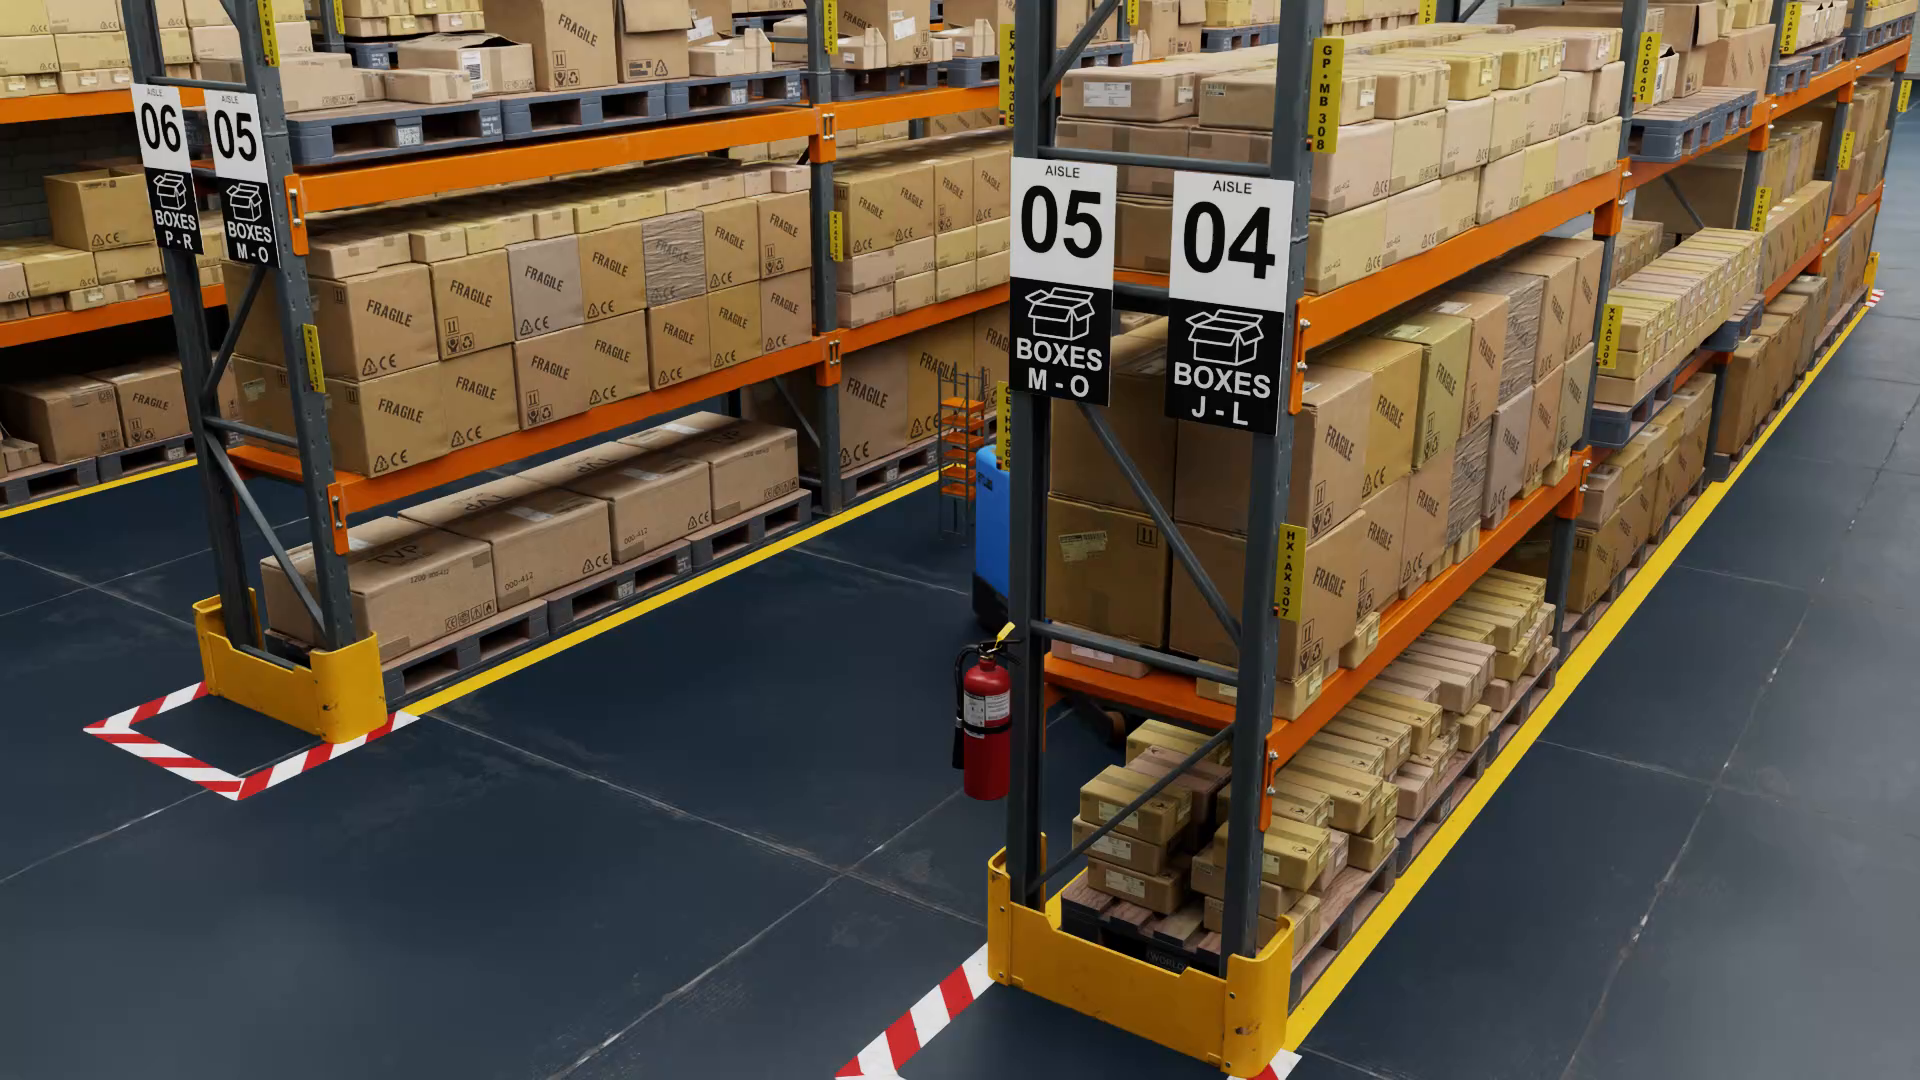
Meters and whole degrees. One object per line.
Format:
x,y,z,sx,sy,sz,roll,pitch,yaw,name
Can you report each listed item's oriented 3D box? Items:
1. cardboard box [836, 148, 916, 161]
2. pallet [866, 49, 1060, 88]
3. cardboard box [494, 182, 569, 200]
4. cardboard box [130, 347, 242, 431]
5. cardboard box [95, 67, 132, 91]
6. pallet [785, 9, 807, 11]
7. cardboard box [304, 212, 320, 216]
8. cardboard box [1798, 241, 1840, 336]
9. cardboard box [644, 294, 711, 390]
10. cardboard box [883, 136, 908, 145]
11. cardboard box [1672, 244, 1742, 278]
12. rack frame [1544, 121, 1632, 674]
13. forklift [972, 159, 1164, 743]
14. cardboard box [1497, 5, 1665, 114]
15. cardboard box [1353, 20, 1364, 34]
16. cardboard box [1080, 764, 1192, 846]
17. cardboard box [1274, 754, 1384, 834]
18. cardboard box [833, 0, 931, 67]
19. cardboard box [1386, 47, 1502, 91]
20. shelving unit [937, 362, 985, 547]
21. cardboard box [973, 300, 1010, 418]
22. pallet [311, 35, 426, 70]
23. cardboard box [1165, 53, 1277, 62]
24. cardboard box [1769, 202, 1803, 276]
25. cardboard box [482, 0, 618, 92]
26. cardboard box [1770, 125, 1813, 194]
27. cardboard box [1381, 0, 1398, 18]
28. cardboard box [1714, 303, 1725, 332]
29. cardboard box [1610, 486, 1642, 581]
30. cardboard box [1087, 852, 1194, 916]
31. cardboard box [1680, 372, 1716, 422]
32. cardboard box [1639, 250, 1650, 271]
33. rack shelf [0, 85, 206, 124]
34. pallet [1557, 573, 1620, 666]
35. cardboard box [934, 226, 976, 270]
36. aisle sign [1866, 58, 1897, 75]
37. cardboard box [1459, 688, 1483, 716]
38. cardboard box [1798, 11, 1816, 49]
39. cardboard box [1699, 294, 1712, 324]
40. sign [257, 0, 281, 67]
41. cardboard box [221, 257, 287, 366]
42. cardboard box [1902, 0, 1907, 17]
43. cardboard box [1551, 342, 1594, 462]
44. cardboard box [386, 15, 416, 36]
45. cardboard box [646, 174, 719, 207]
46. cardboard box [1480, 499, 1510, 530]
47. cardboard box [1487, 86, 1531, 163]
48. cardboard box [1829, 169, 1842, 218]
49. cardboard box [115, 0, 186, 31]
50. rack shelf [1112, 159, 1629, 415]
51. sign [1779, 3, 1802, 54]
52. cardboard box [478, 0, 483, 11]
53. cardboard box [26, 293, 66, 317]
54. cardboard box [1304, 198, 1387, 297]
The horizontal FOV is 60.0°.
-0.652,-2.662,12.552,0.500,0.500,0.500,14,25,33,cardboard box
0.023,-3.627,12.695,1.003,0.211,1.213,15,25,34,pallet
-2.545,-2.024,9.893,0.380,0.149,0.250,13,24,32,cardboard box
-6.119,-1.214,13.221,0.700,0.500,0.500,12,24,30,cardboard box
-6.188,-3.325,11.969,0.380,0.149,0.250,14,24,33,cardboard box
-1.377,-6.001,19.117,0.805,0.209,1.217,12,24,30,pallet
-5.473,-2.520,13.541,0.500,0.250,0.500,14,24,33,cardboard box
7.778,-2.404,15.897,0.875,0.875,0.875,14,24,33,cardboard box
-1.886,-1.246,10.164,0.500,0.500,0.500,13,24,31,cardboard box
-0.958,-4.674,19.793,0.500,0.250,0.500,14,24,33,cardboard box
4.784,-1.793,10.687,0.380,0.149,0.250,14,25,33,cardboard box
2.869,-0.741,8.945,1.000,3.000,0.127,13,24,32,rack frame
1.124,-0.510,8.418,1.130,2.935,3.031,-9,22,-22,forklift
3.173,-2.479,8.570,0.700,0.500,0.500,13,24,32,cardboard box
4.168,-5.599,18.116,0.380,0.149,0.250,12,24,30,cardboard box
0.709,1.066,6.705,0.380,0.149,0.250,14,24,32,cardboard box
1.499,1.034,6.793,0.380,0.149,0.250,13,24,32,cardboard box
-0.546,-3.524,11.396,0.500,0.500,0.500,13,24,31,cardboard box
1.889,-1.840,6.512,0.380,0.149,0.250,14,25,34,cardboard box
0.008,-0.567,11.068,0.258,1.200,0.189,13,24,32,shelving unit
0.005,-1.588,13.693,0.875,0.875,0.875,14,24,32,cardboard box
-4.964,-4.136,14.071,1.213,0.211,1.003,13,24,32,pallet
0.987,-1.726,6.206,0.380,0.149,0.250,14,24,33,cardboard box
6.443,-2.445,13.408,0.500,0.500,0.500,13,24,31,cardboard box
-2.273,-2.777,9.230,0.500,0.500,0.500,14,24,33,cardboard box
6.805,-3.261,14.171,0.700,0.500,0.500,13,24,31,cardboard box
4.546,-5.958,18.512,0.500,0.250,0.500,14,24,32,cardboard box
4.642,-1.444,10.601,0.380,0.149,0.250,12,23,29,cardboard box
3.800,-0.078,10.150,0.500,0.500,0.500,15,25,34,cardboard box
0.744,1.355,6.782,0.380,0.149,0.250,14,24,33,cardboard box
4.950,-1.018,11.609,0.500,0.250,0.500,13,24,31,cardboard box
4.529,-1.930,11.486,0.380,0.149,0.250,15,25,34,cardboard box
-6.513,-3.140,12.143,1.077,0.370,4.000,13,24,32,rack shelf
3.306,0.343,10.033,1.003,0.211,1.213,13,24,32,pallet
-0.225,-2.207,12.405,0.500,0.250,0.500,14,24,32,cardboard box
9.903,-5.365,17.699,0.394,0.787,0.004,13,24,32,aisle sign
2.328,0.702,8.118,0.380,0.149,0.250,14,24,33,cardboard box
5.988,-3.778,12.297,0.500,0.250,0.500,14,25,33,cardboard box
4.349,-1.432,10.141,0.380,0.149,0.250,13,24,31,cardboard box
-3.074,-2.274,7.390,0.100,0.325,0.005,13,24,32,sign
-3.456,-1.230,8.682,0.500,0.500,0.500,14,25,34,cardboard box
9.136,-5.263,16.459,0.380,0.149,0.250,13,24,31,cardboard box
2.831,-0.734,8.352,0.500,0.500,0.500,13,24,32,cardboard box
-4.718,-4.253,13.728,0.380,0.149,0.250,14,24,32,cardboard box
-1.705,-2.147,10.225,0.380,0.149,0.250,13,24,31,cardboard box
2.355,-0.183,7.797,0.380,0.149,0.250,12,23,30,cardboard box
1.952,-1.678,6.649,0.500,0.250,0.500,12,24,30,cardboard box
7.854,-3.377,15.855,0.875,0.550,0.550,13,24,32,cardboard box
-6.043,-3.872,12.152,0.500,0.250,0.500,14,24,33,cardboard box
1.745,-1.237,6.998,1.077,0.370,4.000,13,24,32,rack shelf
5.565,-3.432,11.150,0.100,0.325,0.005,13,24,32,sign
-4.190,-4.700,14.508,0.380,0.149,0.250,13,24,32,cardboard box
-6.664,-1.722,11.958,0.380,0.149,0.250,14,24,33,cardboard box
1.084,-1.009,5.561,0.500,0.250,0.500,14,25,34,cardboard box
